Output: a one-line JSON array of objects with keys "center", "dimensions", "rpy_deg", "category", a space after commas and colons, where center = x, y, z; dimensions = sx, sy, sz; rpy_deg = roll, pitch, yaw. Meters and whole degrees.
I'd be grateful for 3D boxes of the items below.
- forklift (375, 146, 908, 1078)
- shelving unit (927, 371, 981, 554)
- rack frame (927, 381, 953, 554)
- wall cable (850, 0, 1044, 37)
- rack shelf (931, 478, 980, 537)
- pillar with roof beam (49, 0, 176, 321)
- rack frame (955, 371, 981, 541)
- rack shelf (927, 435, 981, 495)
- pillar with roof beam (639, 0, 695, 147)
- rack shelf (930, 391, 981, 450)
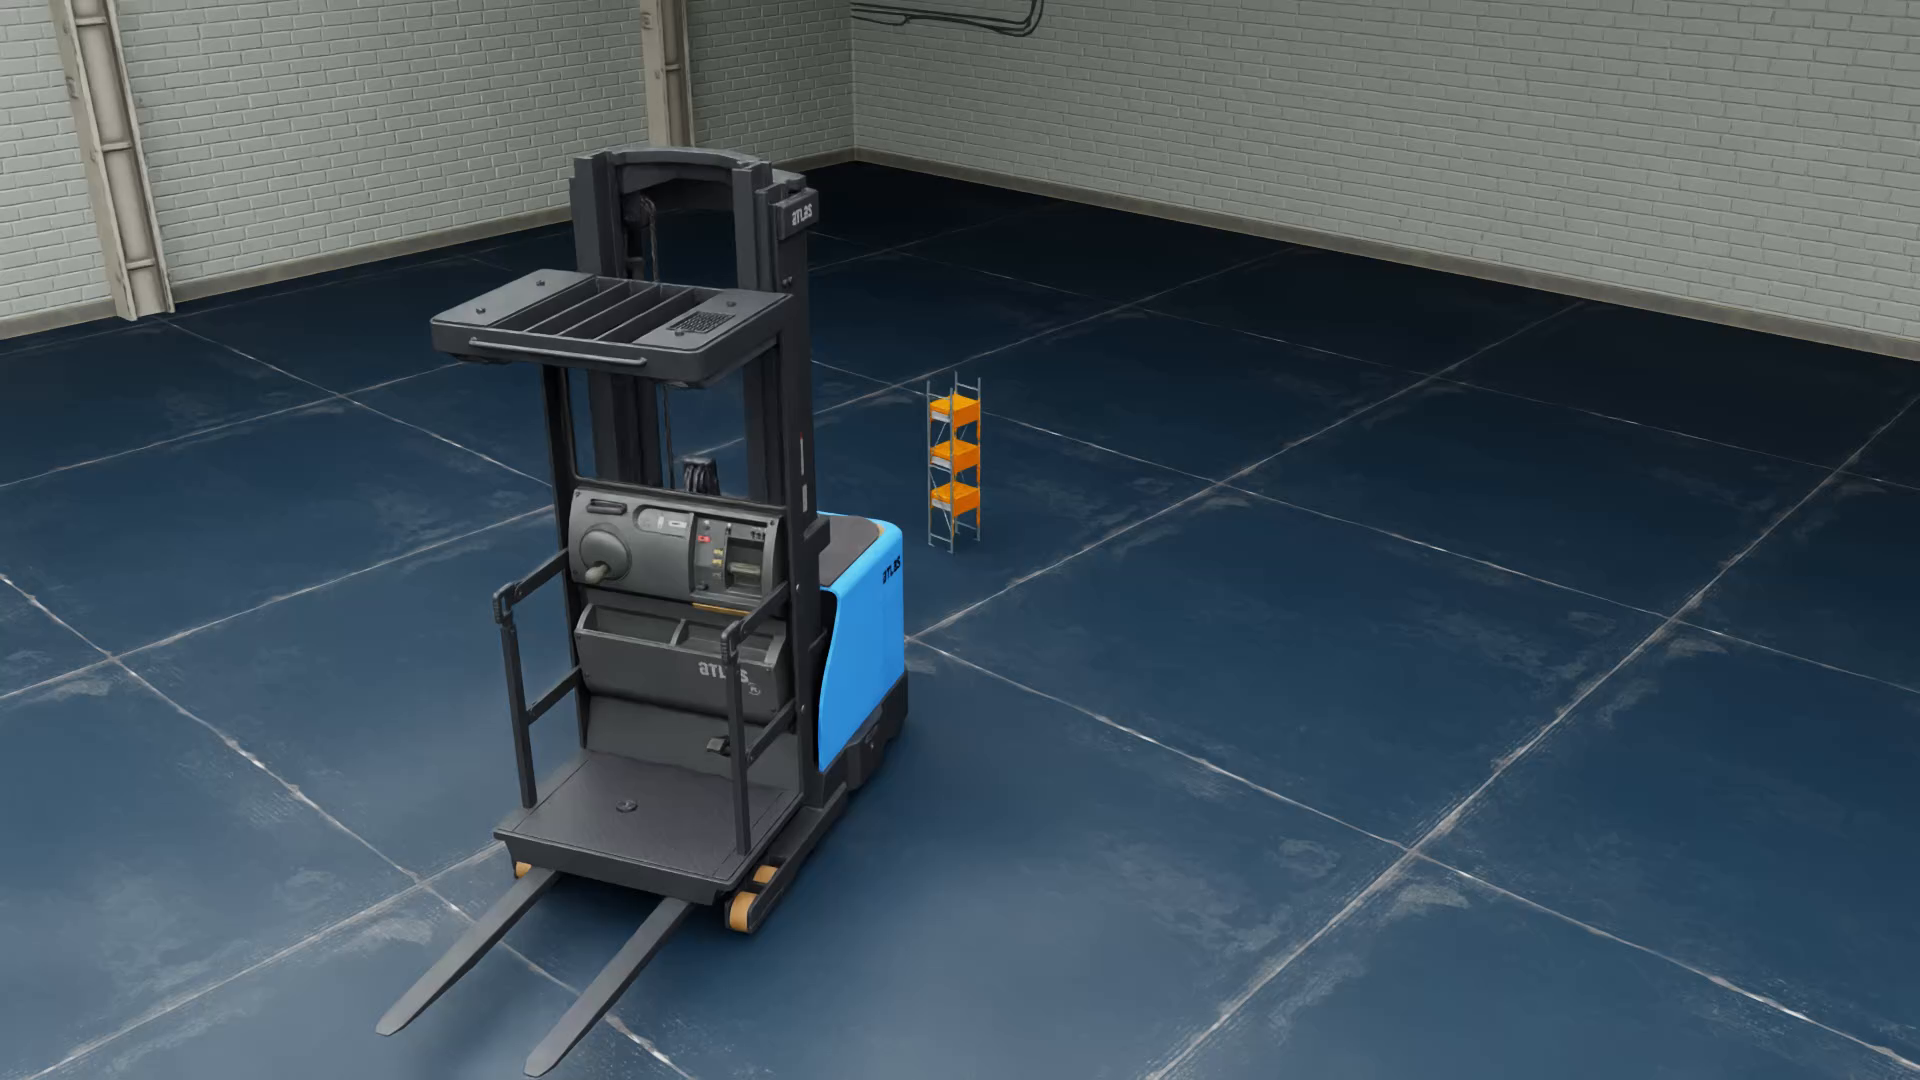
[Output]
[{"center": [-1.233, 0.060, 6.534], "dimensions": [1.130, 2.935, 3.031], "rpy_deg": [8, 25, 18], "category": "forklift"}, {"center": [-0.036, -0.463, 9.999], "dimensions": [0.215, 1.050, 0.252], "rpy_deg": [20, 31, 38], "category": "shelving unit"}, {"center": [-0.117, -0.426, 9.916], "dimensions": [0.200, 1.050, 0.008], "rpy_deg": [20, 31, 38], "category": "rack frame"}, {"center": [-0.255, -7.063, 18.798], "dimensions": [3.097, 2.526, 0.112], "rpy_deg": [20, 31, 38], "category": "wall cable"}, {"center": [-0.036, -0.199, 10.117], "dimensions": [0.215, 0.259, 0.240], "rpy_deg": [20, 31, 38], "category": "rack shelf"}, {"center": [-4.004, -4.940, 10.268], "dimensions": [9.100, 9.000, 0.400], "rpy_deg": [20, 31, 38], "category": "pillar with roof beam"}, {"center": [0.046, -0.500, 10.082], "dimensions": [0.200, 1.050, 0.008], "rpy_deg": [20, 31, 38], "category": "rack frame"}, {"center": [-0.036, -0.453, 10.003], "dimensions": [0.215, 0.259, 0.240], "rpy_deg": [20, 31, 38], "category": "rack shelf"}, {"center": [0.000, -6.768, 14.345], "dimensions": [9.100, 9.000, 0.400], "rpy_deg": [20, 31, 38], "category": "pillar with roof beam"}, {"center": [-0.036, -0.712, 9.887], "dimensions": [0.215, 0.259, 0.240], "rpy_deg": [20, 31, 38], "category": "rack shelf"}]
